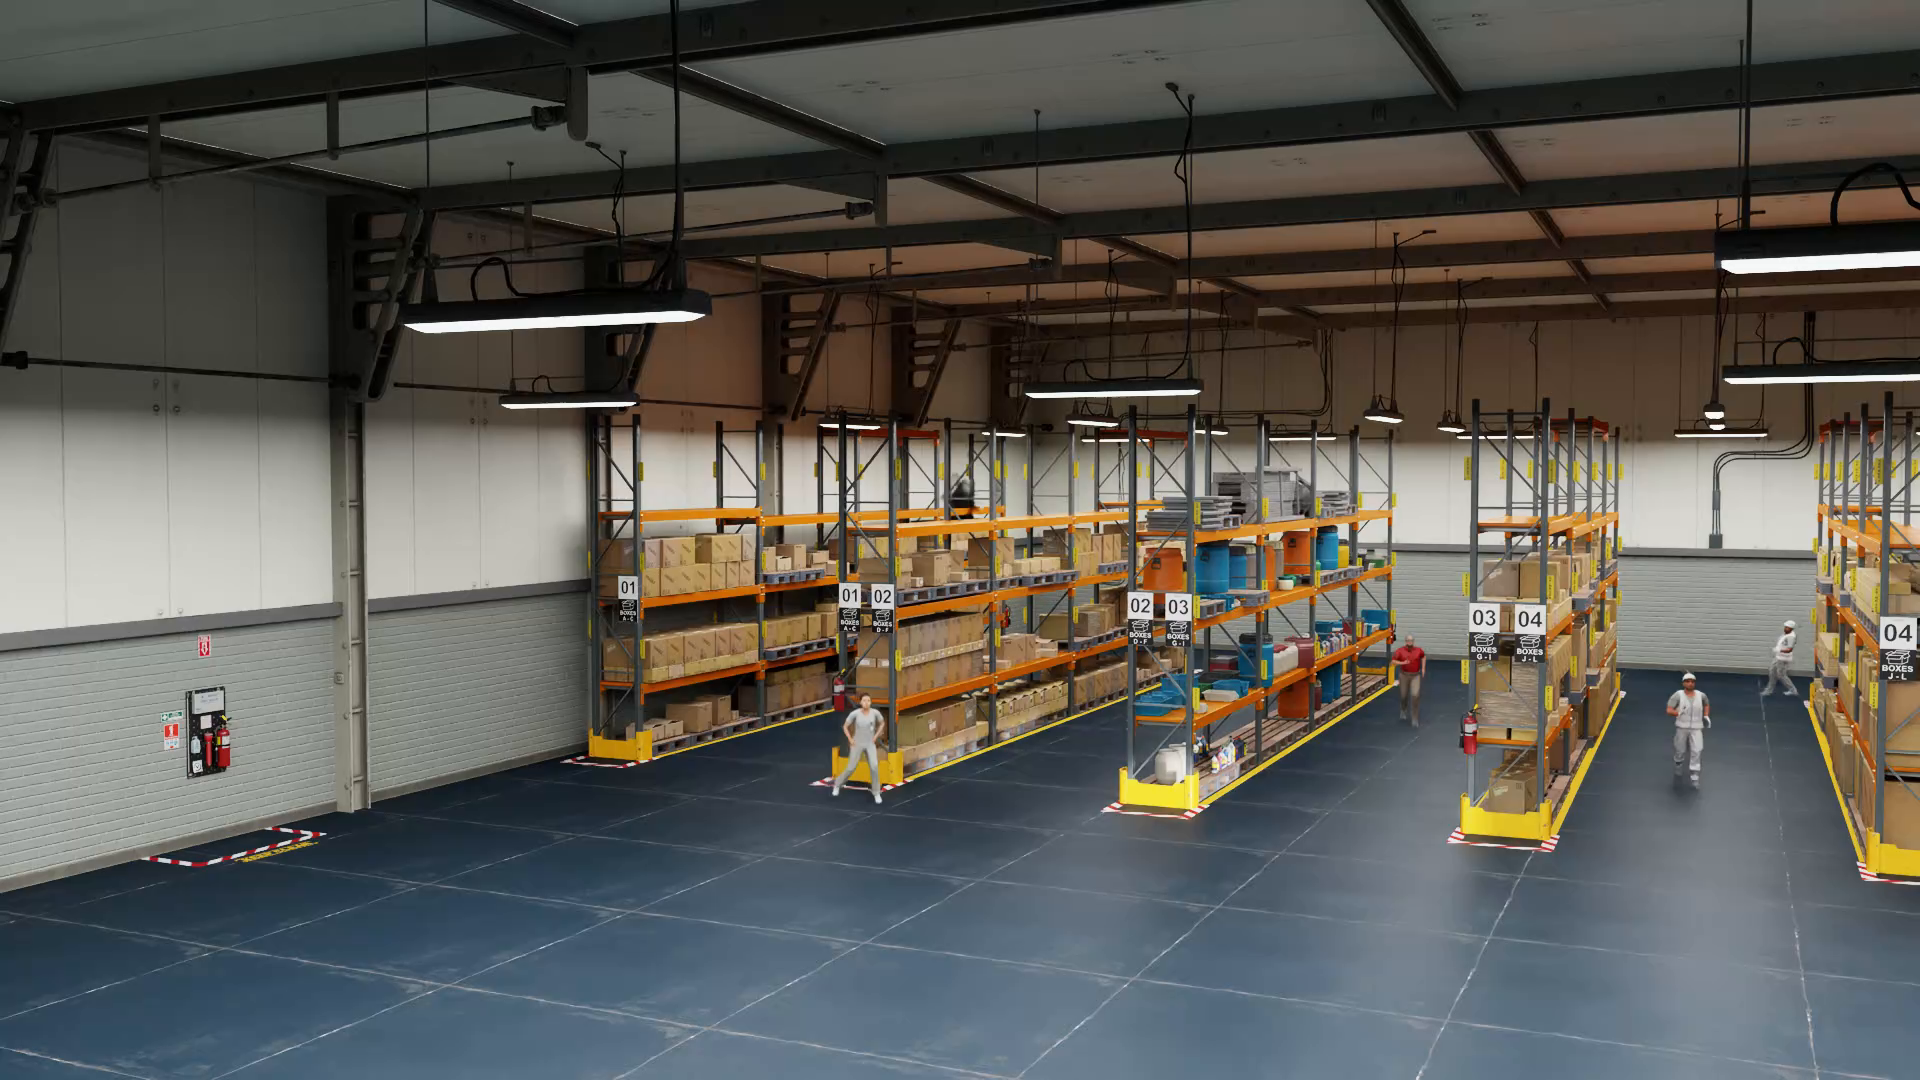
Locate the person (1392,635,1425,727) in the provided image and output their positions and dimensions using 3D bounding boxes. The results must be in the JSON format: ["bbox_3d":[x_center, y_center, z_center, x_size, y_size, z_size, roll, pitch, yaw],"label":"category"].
[{"bbox_3d":[8.919,2.764,33.050,0.681,1.763,0.909,0,2,9],"label":"person"}]

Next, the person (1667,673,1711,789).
[{"bbox_3d":[11.589,2.999,26.445,0.666,1.762,0.985,1,2,15],"label":"person"}]

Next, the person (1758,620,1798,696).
[{"bbox_3d":[18.103,2.626,36.727,0.772,1.744,0.798,1,3,22],"label":"person"}]

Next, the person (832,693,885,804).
[{"bbox_3d":[-1.519,3.153,25.348,0.796,1.664,0.723,-1,2,-17],"label":"person"}]
